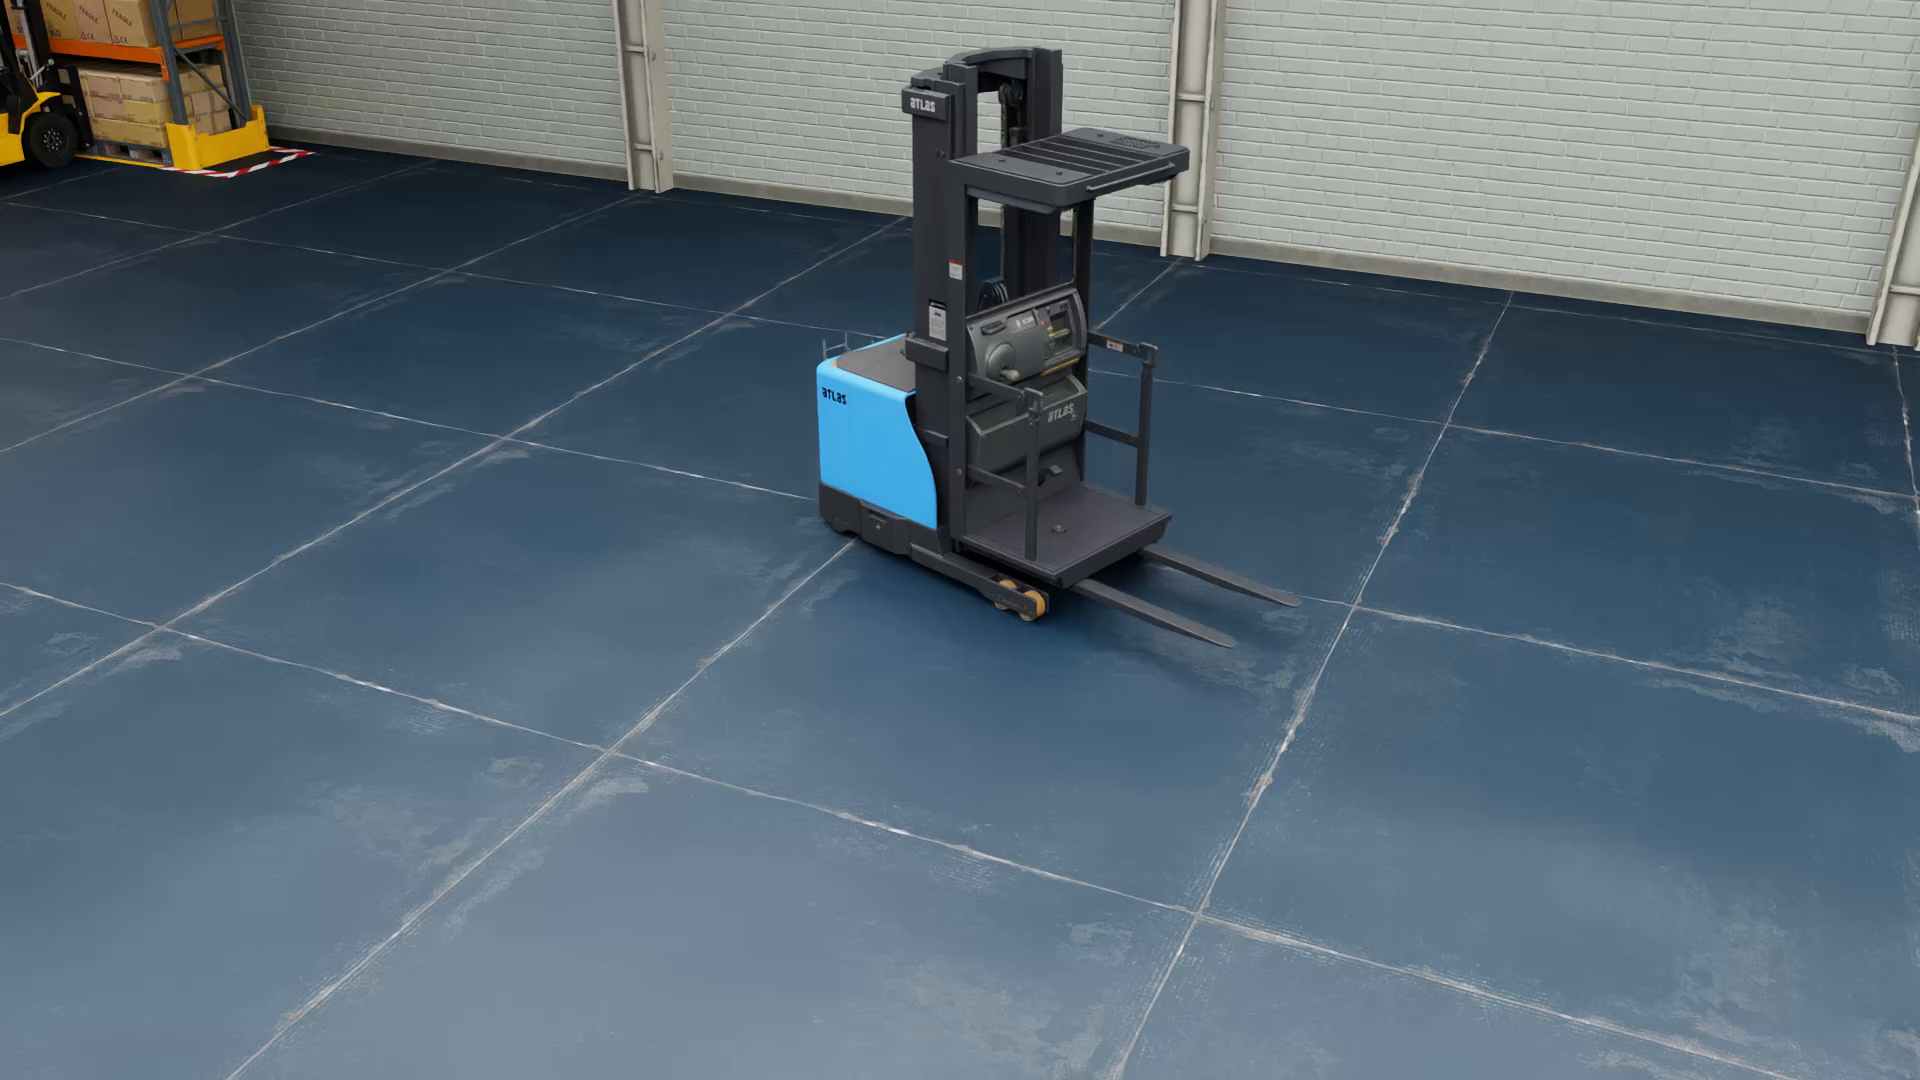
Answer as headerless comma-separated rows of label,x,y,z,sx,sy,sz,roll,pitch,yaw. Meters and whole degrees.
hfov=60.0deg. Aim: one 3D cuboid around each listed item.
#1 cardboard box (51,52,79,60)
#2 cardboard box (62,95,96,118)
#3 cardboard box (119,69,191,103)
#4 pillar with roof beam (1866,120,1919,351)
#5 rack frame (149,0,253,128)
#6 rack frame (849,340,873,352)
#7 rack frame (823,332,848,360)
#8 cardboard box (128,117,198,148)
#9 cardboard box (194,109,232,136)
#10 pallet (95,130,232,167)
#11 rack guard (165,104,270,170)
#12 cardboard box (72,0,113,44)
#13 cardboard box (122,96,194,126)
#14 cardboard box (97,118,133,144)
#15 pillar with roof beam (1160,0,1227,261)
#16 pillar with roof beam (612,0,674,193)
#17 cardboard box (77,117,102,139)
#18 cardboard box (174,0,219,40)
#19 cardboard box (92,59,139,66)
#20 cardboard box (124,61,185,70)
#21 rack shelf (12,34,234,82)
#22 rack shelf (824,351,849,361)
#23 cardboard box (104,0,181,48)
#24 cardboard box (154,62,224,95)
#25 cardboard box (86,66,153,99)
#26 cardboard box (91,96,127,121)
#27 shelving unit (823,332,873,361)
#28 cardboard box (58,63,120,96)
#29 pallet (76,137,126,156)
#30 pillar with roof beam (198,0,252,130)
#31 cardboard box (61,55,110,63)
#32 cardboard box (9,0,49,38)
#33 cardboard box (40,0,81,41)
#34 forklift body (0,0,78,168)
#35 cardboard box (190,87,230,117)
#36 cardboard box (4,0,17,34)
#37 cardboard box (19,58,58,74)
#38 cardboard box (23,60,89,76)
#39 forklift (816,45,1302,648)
cardboard box,-10.722,-5.698,19.932,0.500,0.250,0.500,12,28,22
cardboard box,-10.035,-5.084,19.252,0.500,0.250,0.500,11,28,21
cardboard box,-9.080,-5.122,18.763,0.500,0.250,0.500,12,29,24
pillar with roof beam,5.811,-3.919,8.022,0.400,9.000,9.100,11,28,22
rack frame,-8.531,-5.760,18.553,0.127,3.000,1.000,11,28,22
rack frame,-0.605,-0.741,10.552,0.008,1.050,0.200,22,34,40
rack frame,-0.778,-0.811,10.709,0.008,1.050,0.200,22,34,40
cardboard box,-9.090,-4.673,18.984,0.500,0.250,0.500,12,28,22
cardboard box,-8.898,-4.883,19.409,0.500,0.250,0.500,11,28,22
pallet,-9.245,-4.632,19.418,1.213,0.211,1.003,11,28,22
rack guard,-8.510,-4.634,19.096,0.348,0.500,1.175,11,28,22
cardboard box,-9.557,-5.887,18.699,0.500,0.500,0.500,12,29,23
cardboard box,-9.104,-4.902,18.882,0.500,0.250,0.500,11,28,21
cardboard box,-9.539,-4.768,19.176,0.500,0.250,0.500,11,28,22
pillar with roof beam,0.349,-5.016,10.250,0.400,9.000,9.100,11,28,22
pillar with roof beam,-5.112,-6.113,12.478,0.400,9.000,9.100,11,28,22
cardboard box,-9.990,-4.863,19.369,0.500,0.250,0.500,12,29,22
cardboard box,-8.867,-6.007,18.941,0.500,0.500,0.500,12,29,23
cardboard box,-9.798,-5.513,19.556,0.500,0.250,0.500,11,28,21
cardboard box,-9.347,-5.417,19.362,0.500,0.250,0.500,11,28,22
rack shelf,-10.352,-5.803,19.454,4.000,0.370,1.077,11,28,22
rack shelf,-0.696,-1.024,10.515,0.240,0.259,0.215,22,34,40
cardboard box,-9.088,-5.789,18.499,0.500,0.500,0.500,11,28,21
cardboard box,-8.891,-5.327,19.179,0.500,0.250,0.500,11,28,21
cardboard box,-9.547,-5.213,18.947,0.500,0.250,0.500,12,29,23
cardboard box,-9.556,-4.998,19.077,0.500,0.250,0.500,11,28,21
shelving unit,-0.691,-0.776,10.631,0.252,1.050,0.215,22,34,40
cardboard box,-10.010,-5.301,19.127,0.500,0.250,0.500,12,29,22
pallet,-10.352,-4.855,19.873,1.213,0.211,1.003,11,28,22
pillar with roof beam,-10.574,-7.210,14.706,0.400,9.000,9.100,11,28,22
cardboard box,-10.261,-5.609,19.752,0.500,0.250,0.500,11,28,21
cardboard box,-10.485,-6.069,19.067,0.500,0.500,0.500,12,28,22
cardboard box,-10.023,-5.981,18.889,0.500,0.500,0.500,11,28,21
forklift body,-11.013,-4.992,17.954,1.214,2.155,2.313,11,28,22
cardboard box,-8.874,-5.108,19.301,0.500,0.250,0.500,12,29,23
cardboard box,-10.934,-6.169,19.271,0.500,0.500,0.500,11,28,21
cardboard box,-10.943,-5.496,19.522,0.500,0.250,0.500,12,29,24
cardboard box,-10.469,-5.397,19.321,0.500,0.250,0.500,11,28,21
forklift,0.536,-1.123,9.213,3.031,2.935,1.130,23,34,38
